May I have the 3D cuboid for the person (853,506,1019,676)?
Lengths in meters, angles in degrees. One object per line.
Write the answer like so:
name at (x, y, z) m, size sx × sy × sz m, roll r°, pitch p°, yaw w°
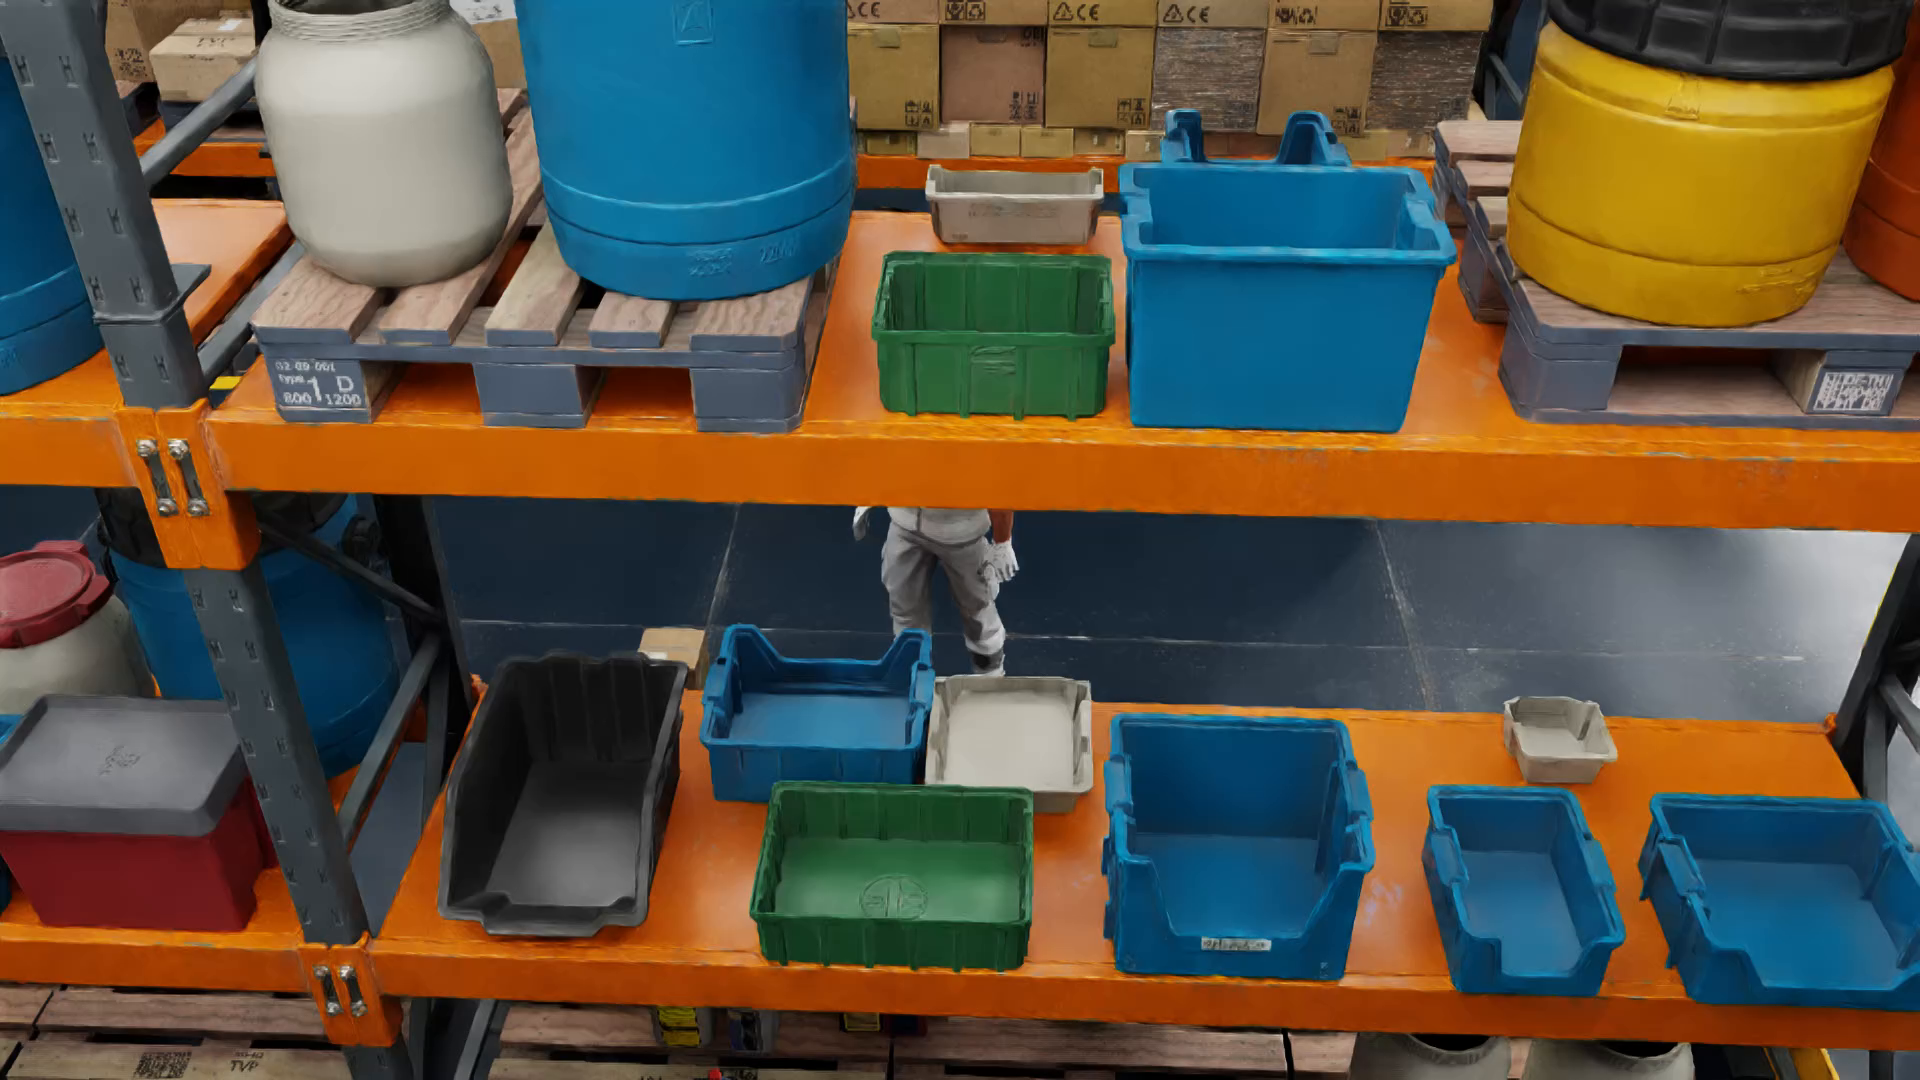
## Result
person at (-0.107, -0.031, 6.161) m, size 0.667 × 1.788 × 0.598 m, roll 19°, pitch 40°, yaw 25°
